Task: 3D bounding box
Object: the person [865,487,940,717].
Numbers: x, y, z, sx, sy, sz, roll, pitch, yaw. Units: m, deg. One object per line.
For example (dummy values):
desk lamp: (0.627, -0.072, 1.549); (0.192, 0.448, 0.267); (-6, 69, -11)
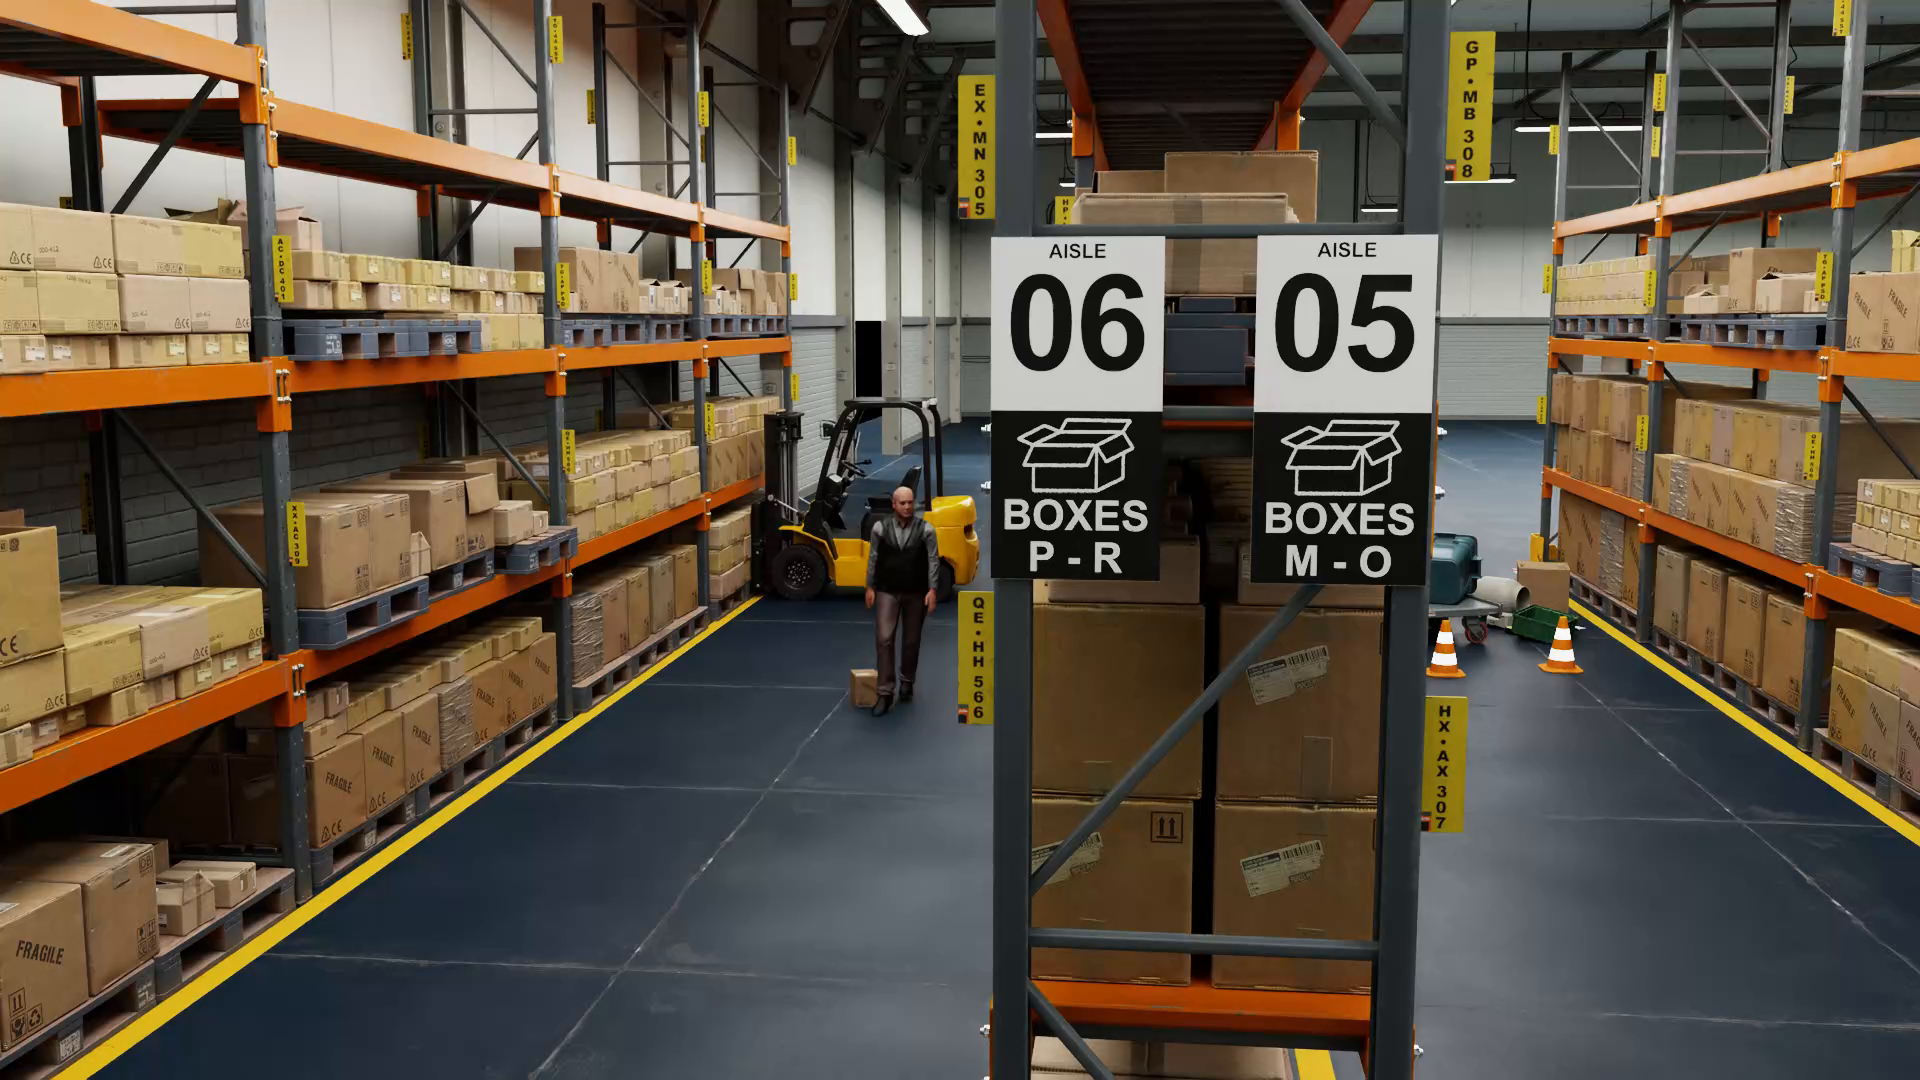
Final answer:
person: (-0.446, 0.450, 13.006); (0.590, 1.729, 0.828); (0, 8, -3)
